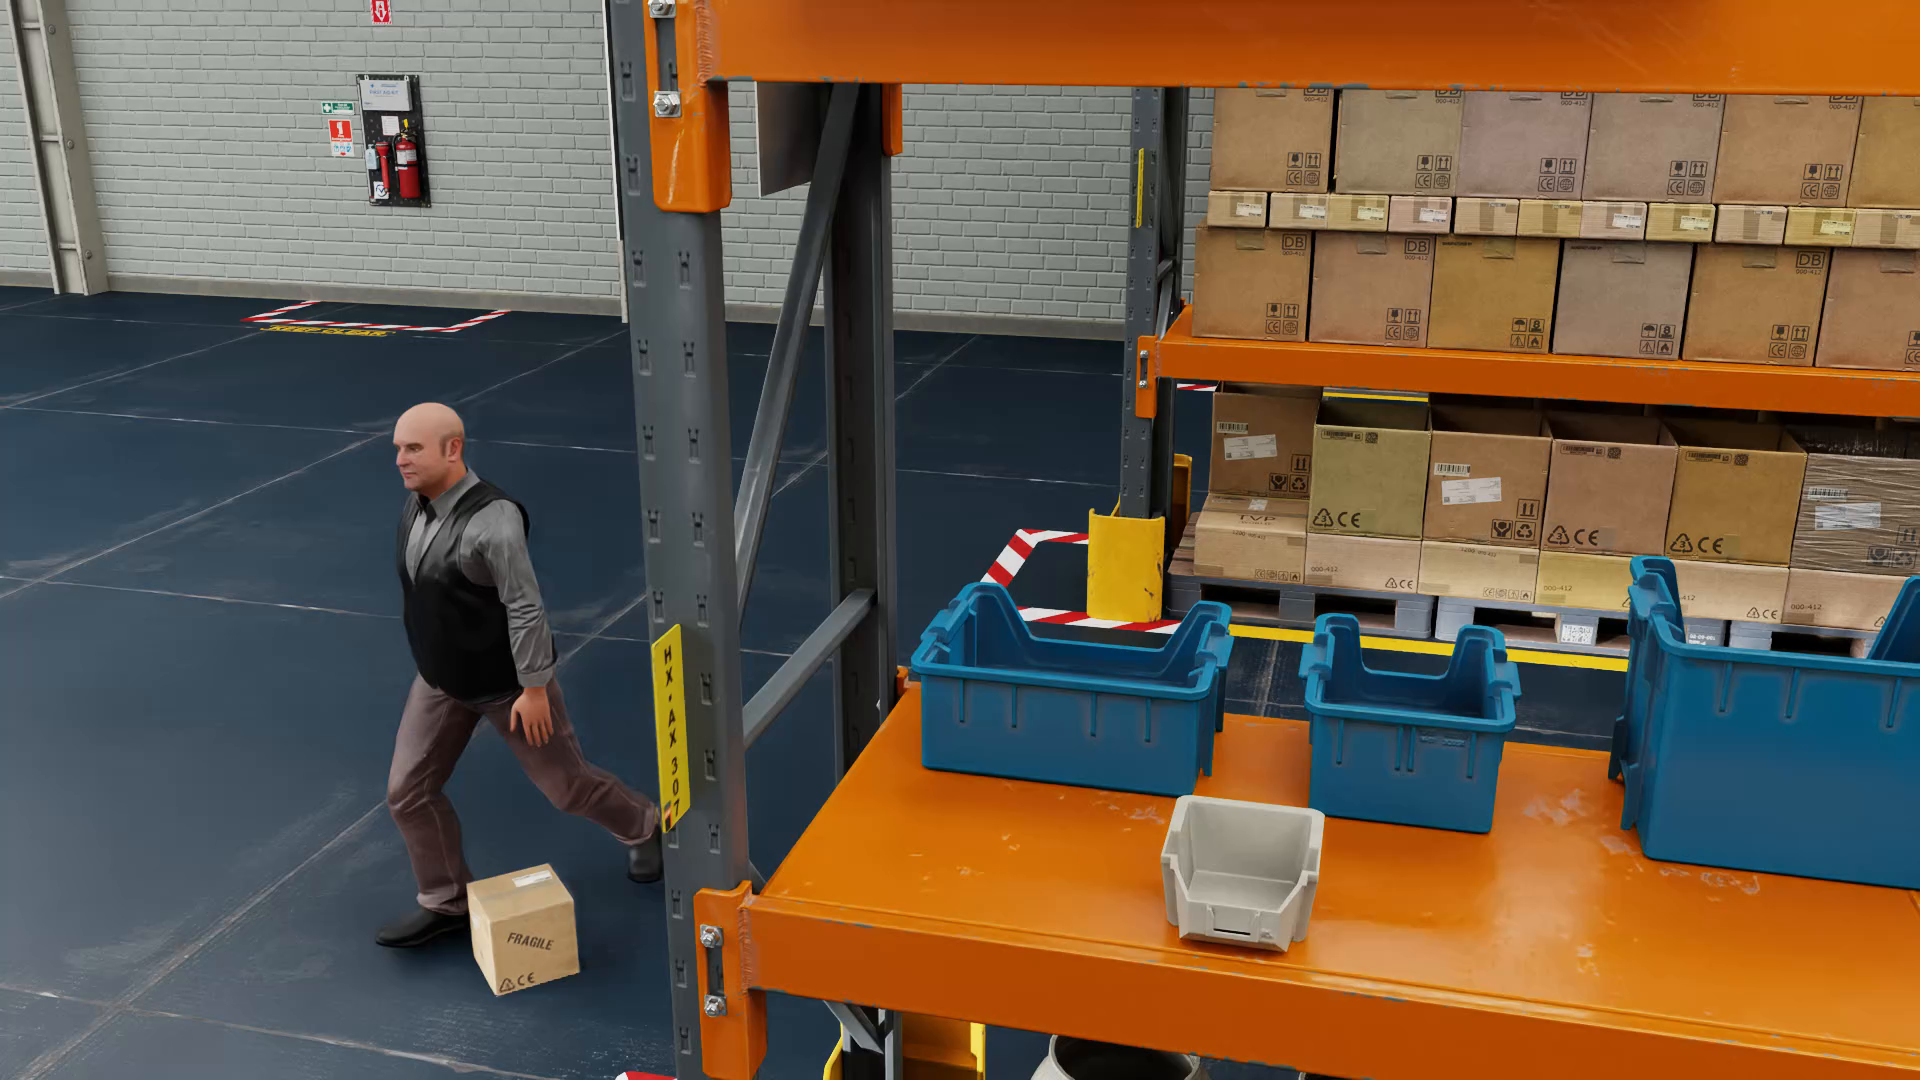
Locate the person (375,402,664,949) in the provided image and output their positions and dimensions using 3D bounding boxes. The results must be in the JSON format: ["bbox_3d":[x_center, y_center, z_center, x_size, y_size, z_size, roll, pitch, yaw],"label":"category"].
[{"bbox_3d":[-1.349,0.421,5.006,0.564,1.580,0.919,13,22,35],"label":"person"}]
